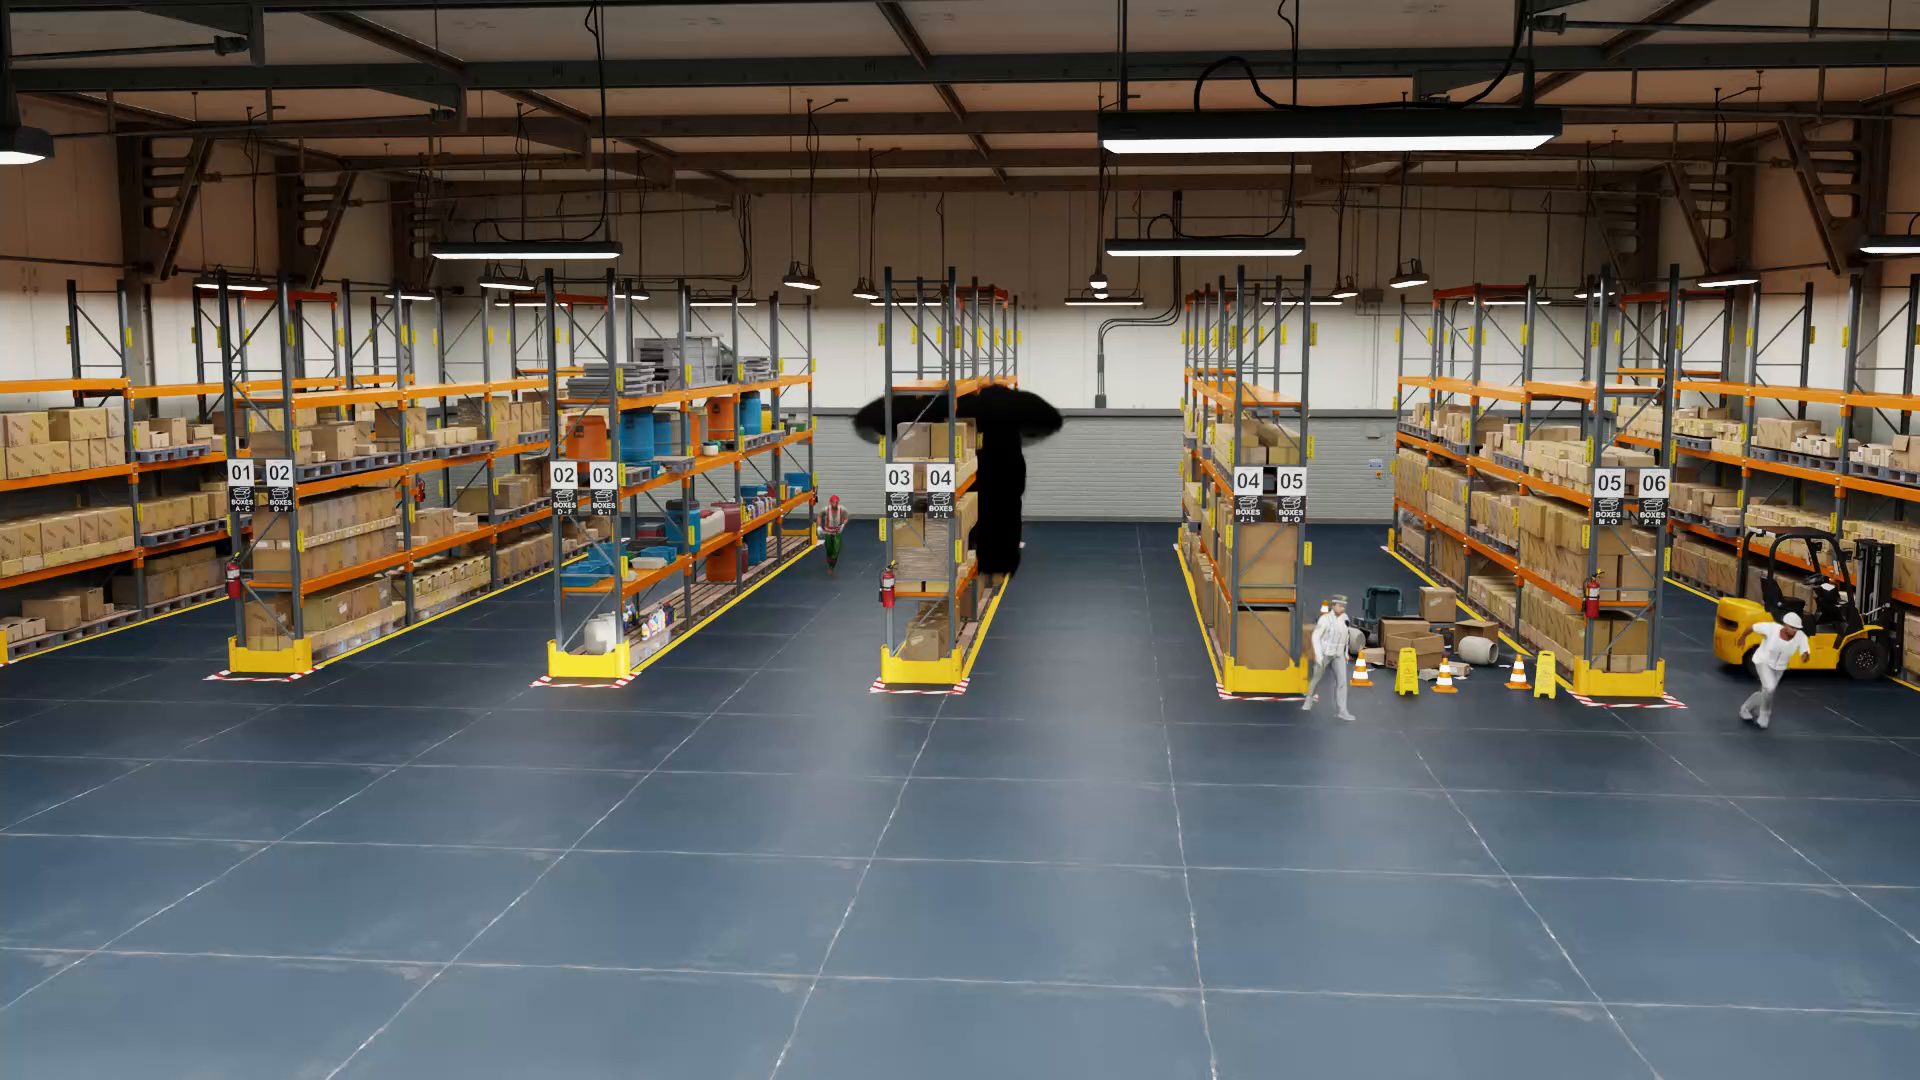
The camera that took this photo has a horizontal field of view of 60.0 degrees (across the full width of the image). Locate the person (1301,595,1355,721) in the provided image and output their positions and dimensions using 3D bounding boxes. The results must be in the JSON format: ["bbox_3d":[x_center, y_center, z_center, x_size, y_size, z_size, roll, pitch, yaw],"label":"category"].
[{"bbox_3d":[4.884,1.505,21.862,0.598,1.610,0.957,-3,7,-20],"label":"person"}]

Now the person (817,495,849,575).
[{"bbox_3d":[-2.703,-0.121,35.380,0.657,1.710,0.767,-2,7,-15],"label":"person"}]

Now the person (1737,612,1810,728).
[{"bbox_3d":[10.458,1.634,21.331,0.646,1.533,1.096,0,7,-2],"label":"person"}]

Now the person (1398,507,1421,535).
[{"bbox_3d":[10.926,-0.792,40.353,0.785,1.844,0.652,0,7,-2],"label":"person"}]
